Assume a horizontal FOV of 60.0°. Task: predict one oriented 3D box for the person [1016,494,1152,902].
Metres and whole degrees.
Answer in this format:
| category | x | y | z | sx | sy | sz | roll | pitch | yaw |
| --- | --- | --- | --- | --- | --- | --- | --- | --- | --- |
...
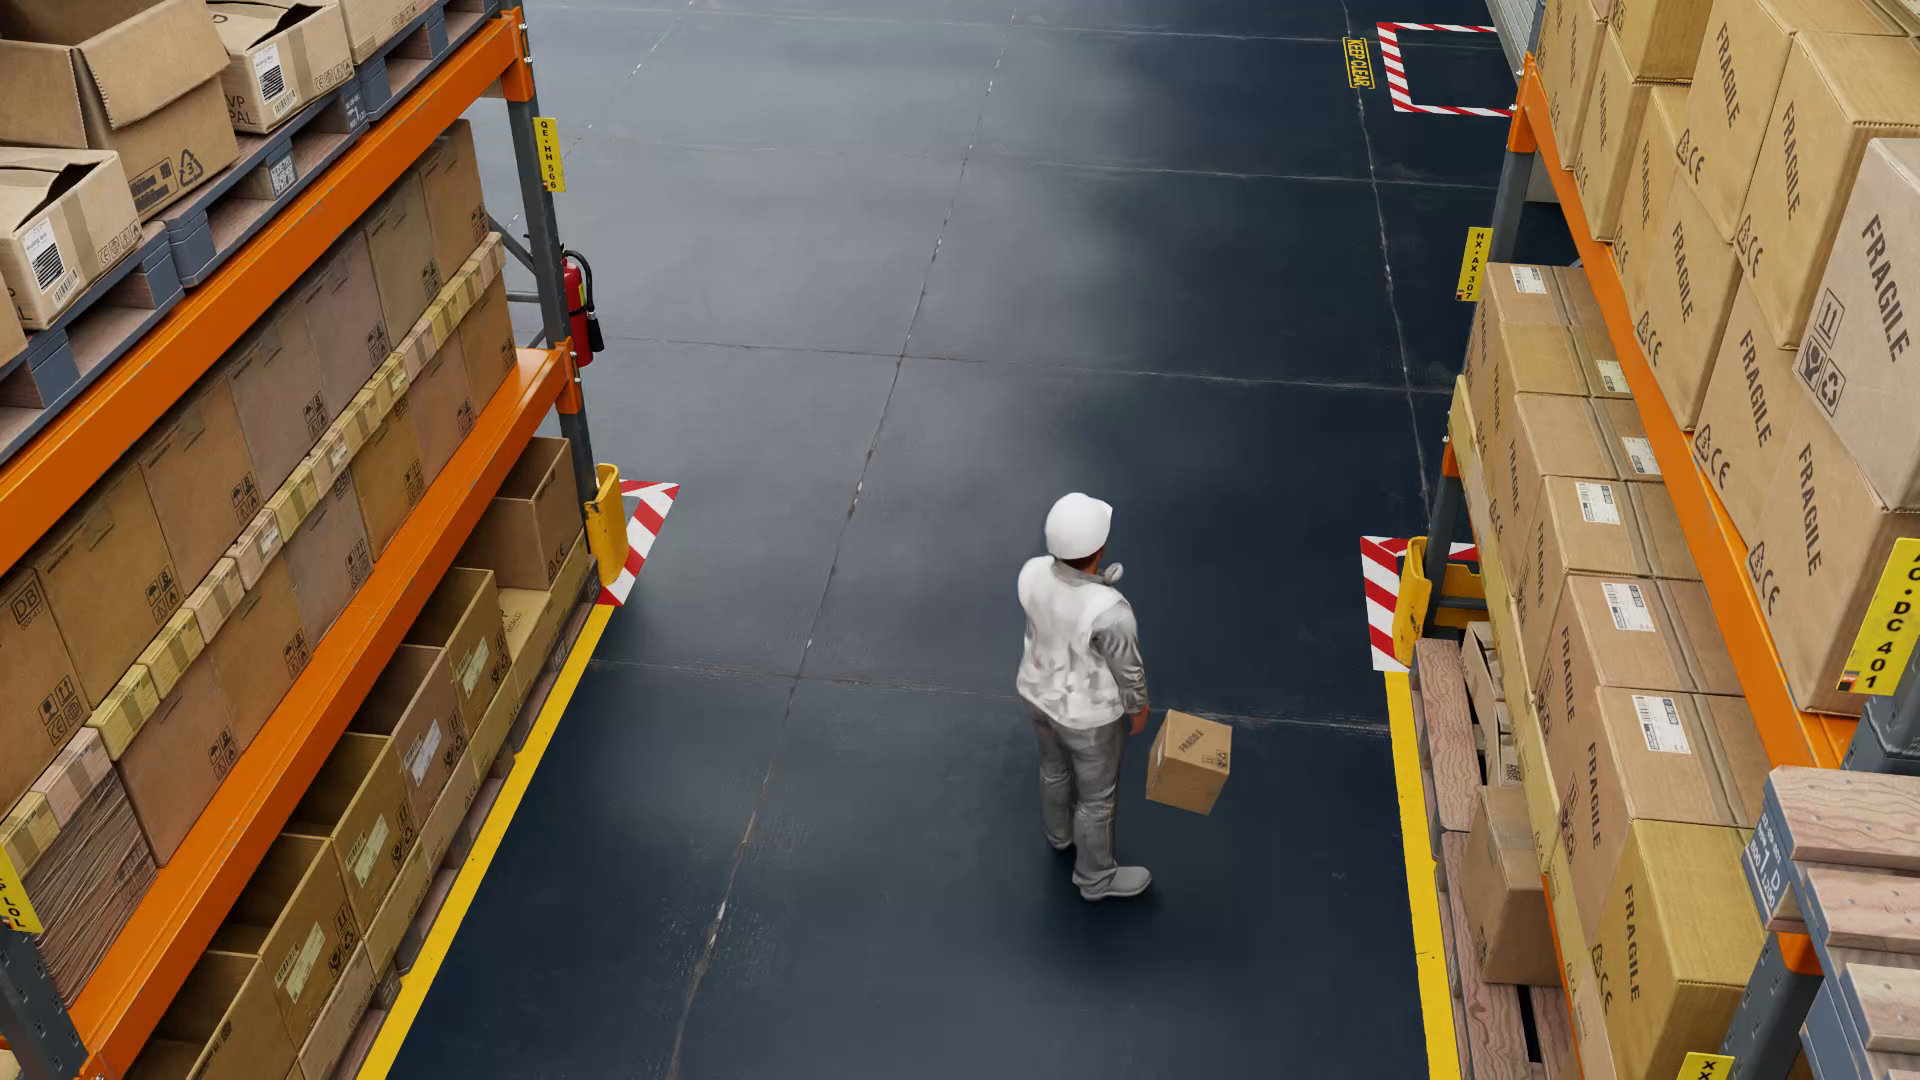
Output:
| category | x | y | z | sx | sy | sz | roll | pitch | yaw |
| --- | --- | --- | --- | --- | --- | --- | --- | --- | --- |
| person | 0.493 | 0.567 | 6.202 | 0.482 | 1.783 | 0.581 | -29 | 45 | -33 |
